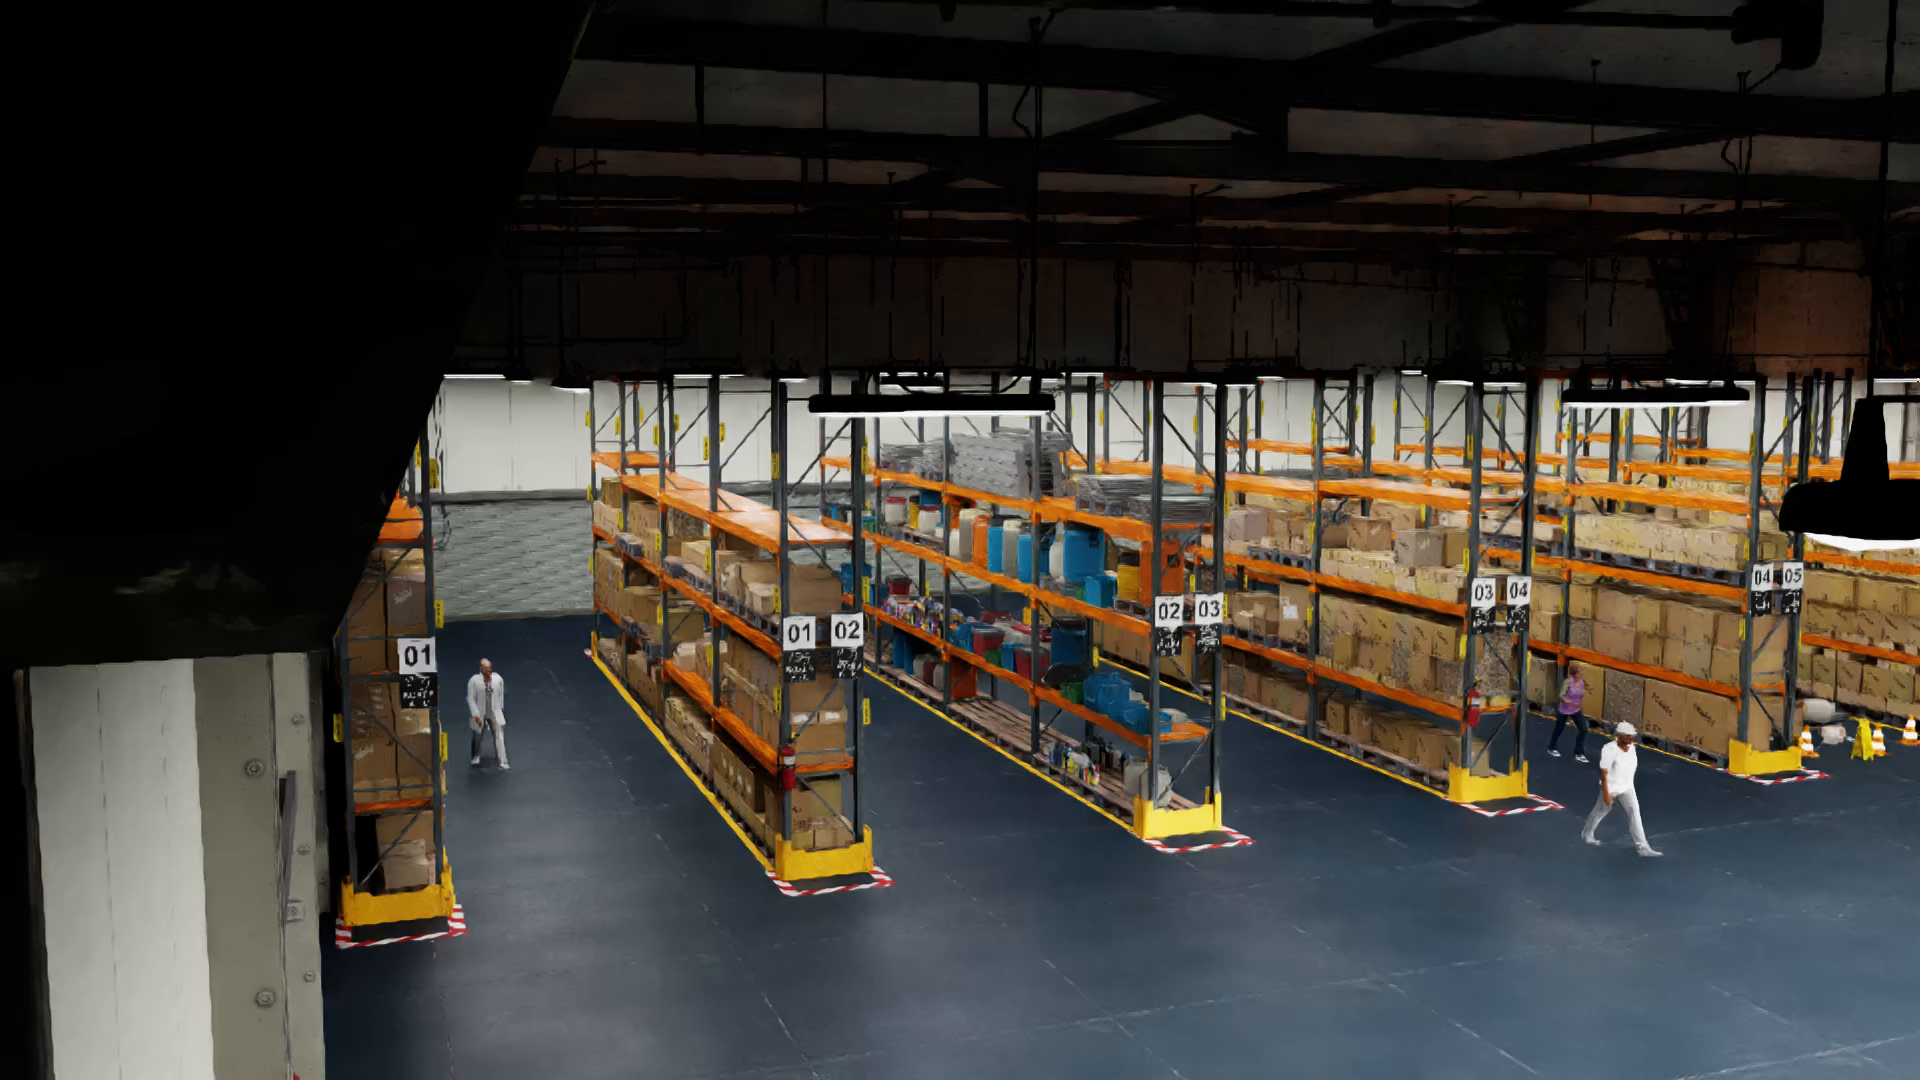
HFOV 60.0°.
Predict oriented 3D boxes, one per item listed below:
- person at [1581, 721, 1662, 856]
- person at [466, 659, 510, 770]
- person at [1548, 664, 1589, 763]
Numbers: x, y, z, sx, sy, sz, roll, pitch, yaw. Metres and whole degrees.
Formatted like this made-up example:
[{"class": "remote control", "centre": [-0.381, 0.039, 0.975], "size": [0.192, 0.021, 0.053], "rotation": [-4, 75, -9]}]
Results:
[{"class": "person", "centre": [8.366, 3.125, 21.086], "size": [0.583, 1.686, 1.111], "rotation": [-3, 7, -22]}, {"class": "person", "centre": [-7.226, 2.637, 25.377], "size": [0.603, 1.699, 1.171], "rotation": [-4, 7, -29]}, {"class": "person", "centre": [9.547, 2.672, 26.008], "size": [0.562, 1.530, 0.815], "rotation": [-2, 7, -14]}]
